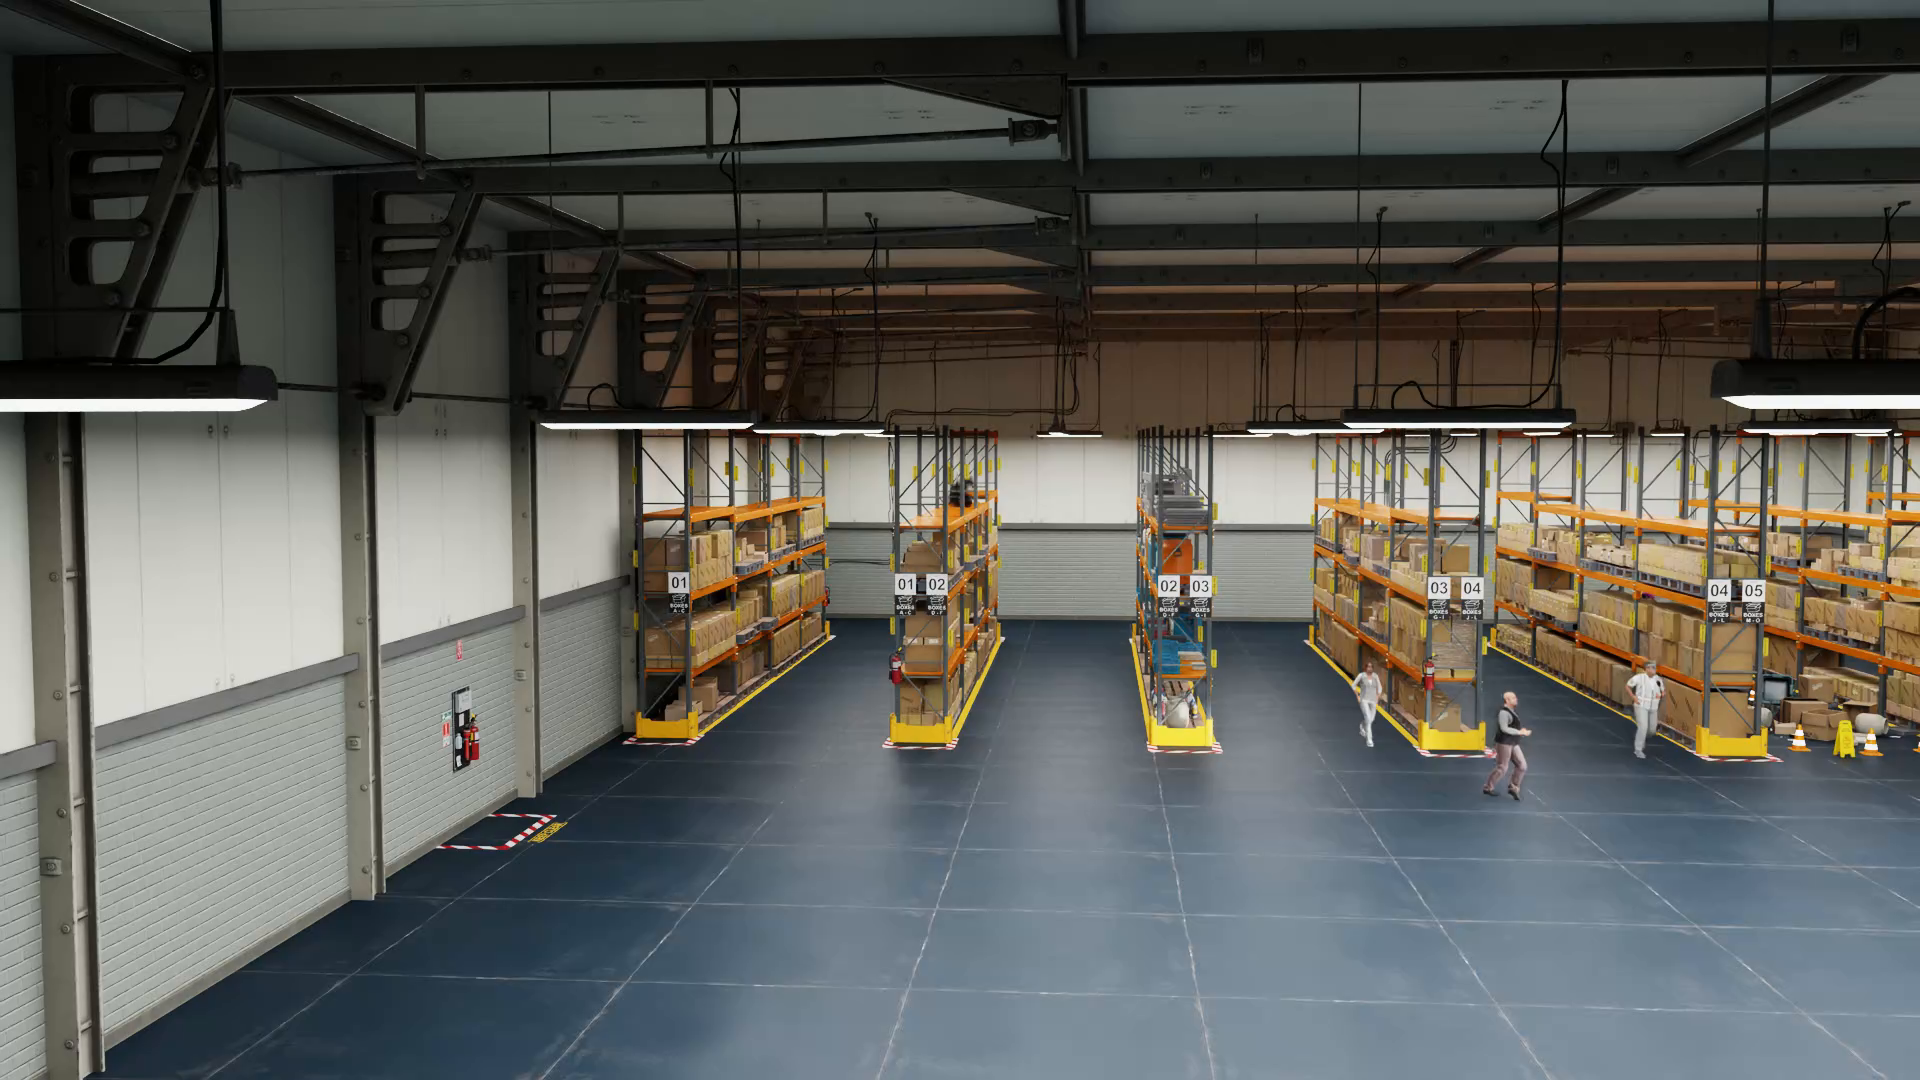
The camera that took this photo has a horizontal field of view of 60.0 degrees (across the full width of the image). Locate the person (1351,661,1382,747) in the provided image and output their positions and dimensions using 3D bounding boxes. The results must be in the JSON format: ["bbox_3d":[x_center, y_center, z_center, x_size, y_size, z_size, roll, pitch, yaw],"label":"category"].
[{"bbox_3d":[7.663,3.058,31.364,0.553,1.592,0.734,0,3,-6],"label":"person"}]

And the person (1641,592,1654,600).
[{"bbox_3d":[19.359,2.006,47.271,0.781,1.822,0.695,0,3,4],"label":"person"}]

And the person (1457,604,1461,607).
[{"bbox_3d":[13.611,2.046,46.739,0.760,1.764,0.649,-3,4,-37],"label":"person"}]

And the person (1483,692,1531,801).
[{"bbox_3d":[8.695,3.296,26.374,0.748,1.798,0.675,3,4,36],"label":"person"}]

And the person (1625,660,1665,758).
[{"bbox_3d":[12.544,3.057,30.353,0.691,1.753,0.868,0,3,-7],"label":"person"}]
